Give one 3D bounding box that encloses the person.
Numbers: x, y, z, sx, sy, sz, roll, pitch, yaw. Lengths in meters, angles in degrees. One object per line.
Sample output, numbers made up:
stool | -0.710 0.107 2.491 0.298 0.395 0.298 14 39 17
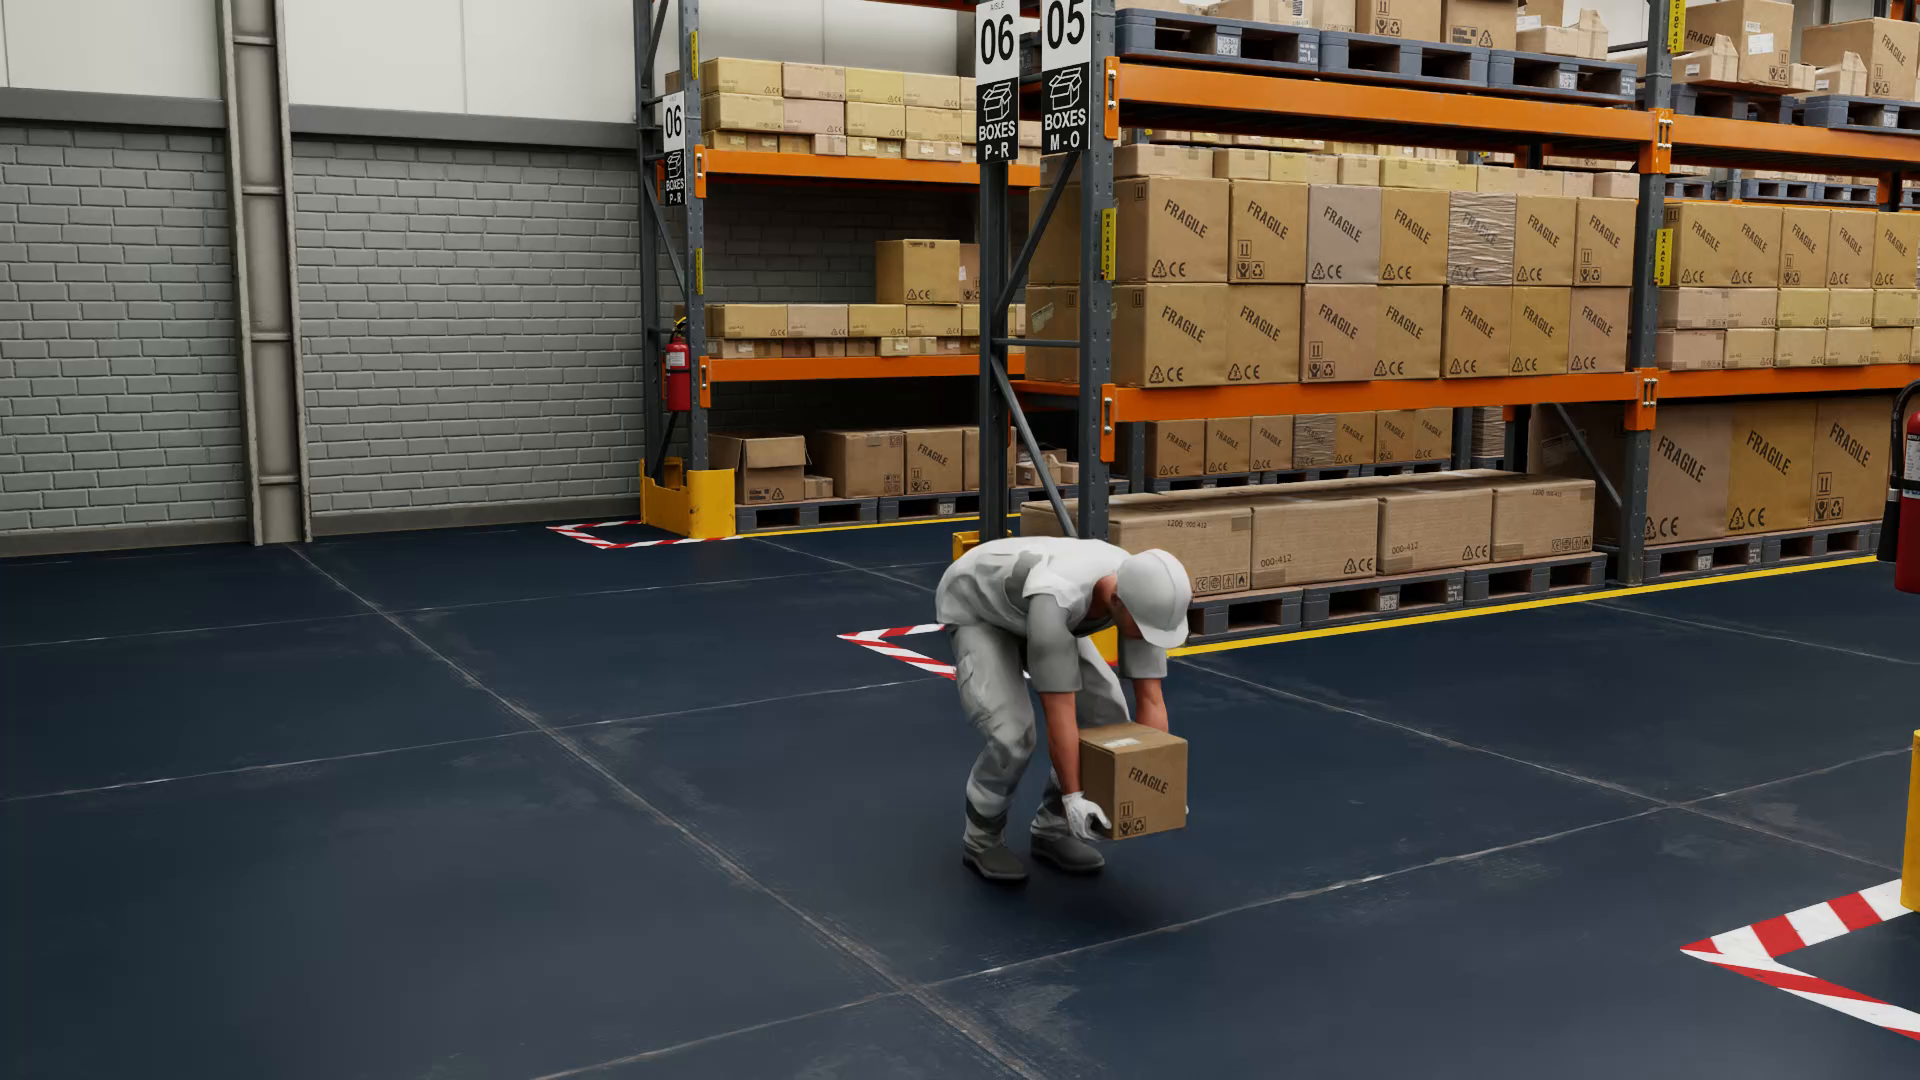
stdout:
person | 0.305 0.499 4.873 0.522 1.039 0.958 -5 10 -34
